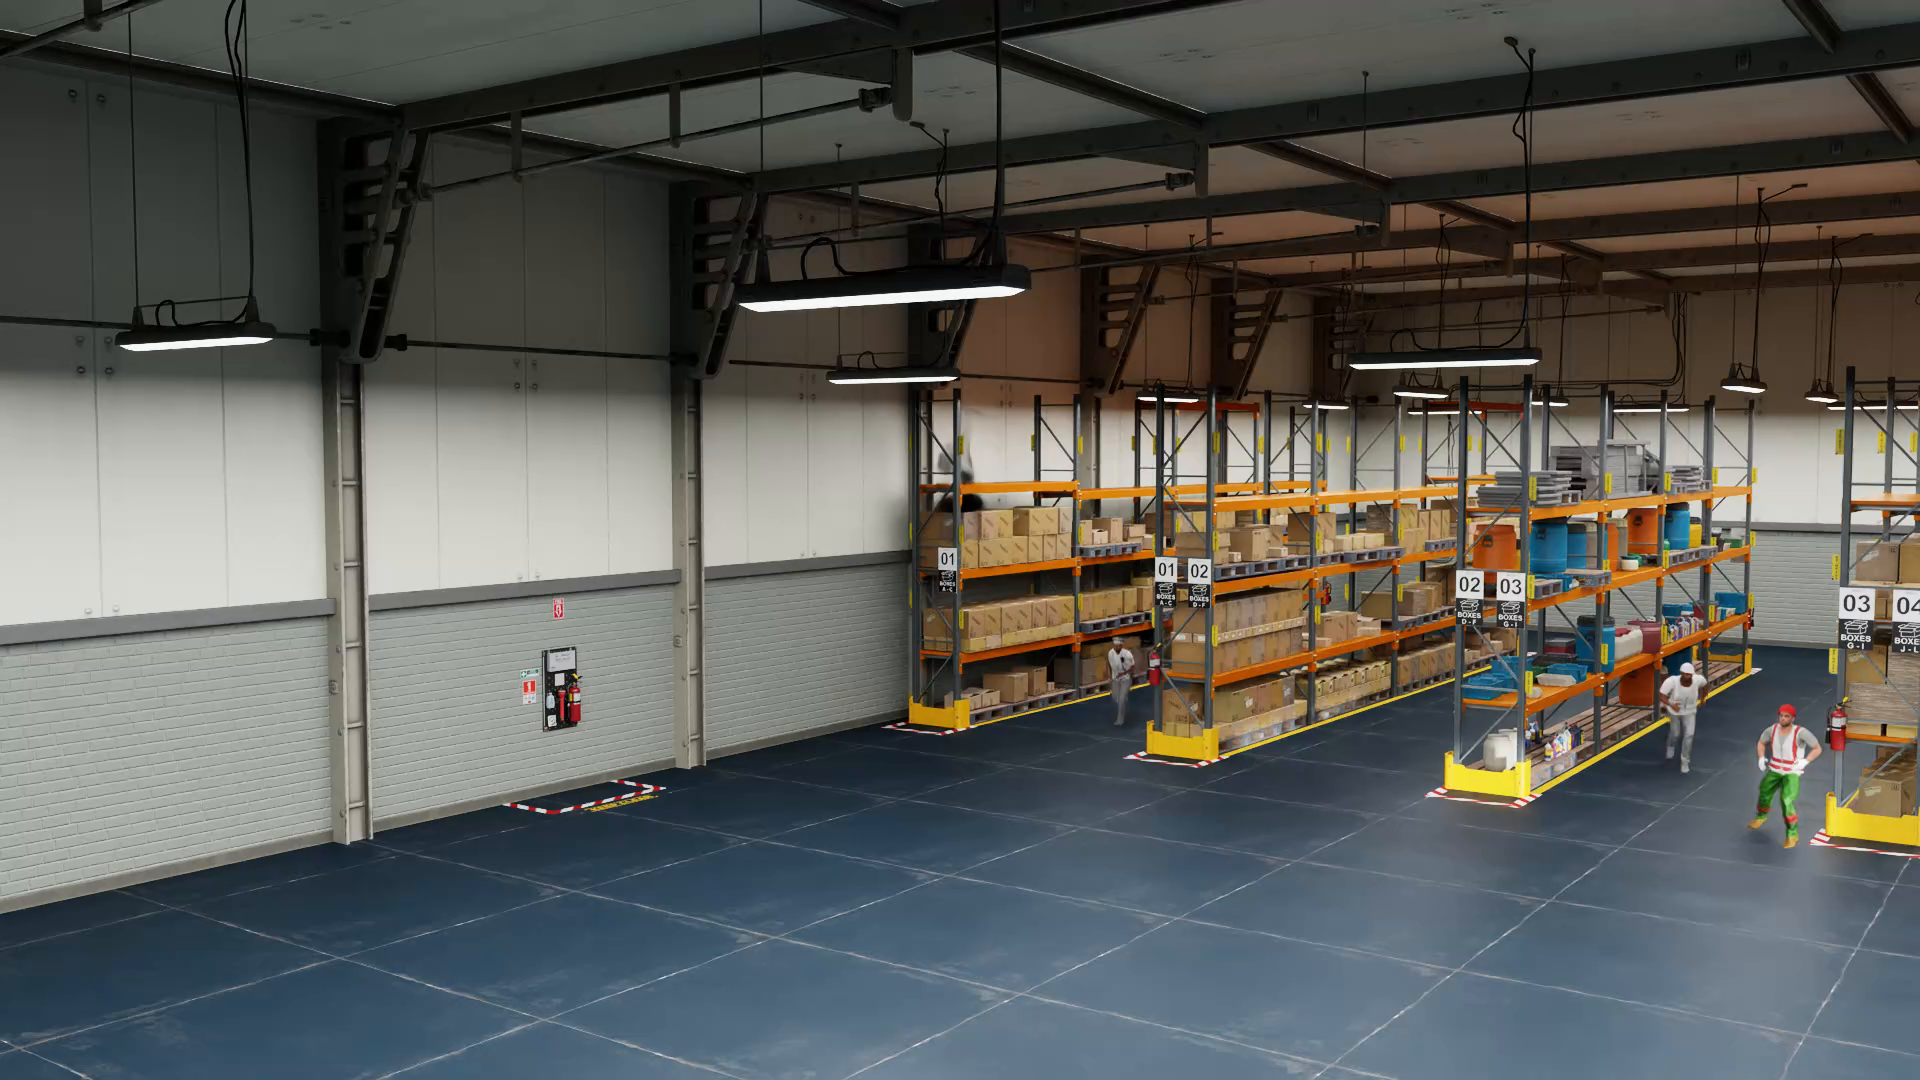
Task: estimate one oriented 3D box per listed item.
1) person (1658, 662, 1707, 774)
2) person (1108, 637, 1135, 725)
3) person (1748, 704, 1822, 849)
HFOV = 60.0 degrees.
[{"bbox_3d":[11.184,2.712,25.804,0.744,1.711,1.058,0,3,7],"label":"person"},{"bbox_3d":[2.894,2.521,29.816,0.563,1.614,0.700,1,4,23],"label":"person"},{"bbox_3d":[10.354,2.940,21.008,0.760,1.776,0.864,-3,5,-44],"label":"person"}]
